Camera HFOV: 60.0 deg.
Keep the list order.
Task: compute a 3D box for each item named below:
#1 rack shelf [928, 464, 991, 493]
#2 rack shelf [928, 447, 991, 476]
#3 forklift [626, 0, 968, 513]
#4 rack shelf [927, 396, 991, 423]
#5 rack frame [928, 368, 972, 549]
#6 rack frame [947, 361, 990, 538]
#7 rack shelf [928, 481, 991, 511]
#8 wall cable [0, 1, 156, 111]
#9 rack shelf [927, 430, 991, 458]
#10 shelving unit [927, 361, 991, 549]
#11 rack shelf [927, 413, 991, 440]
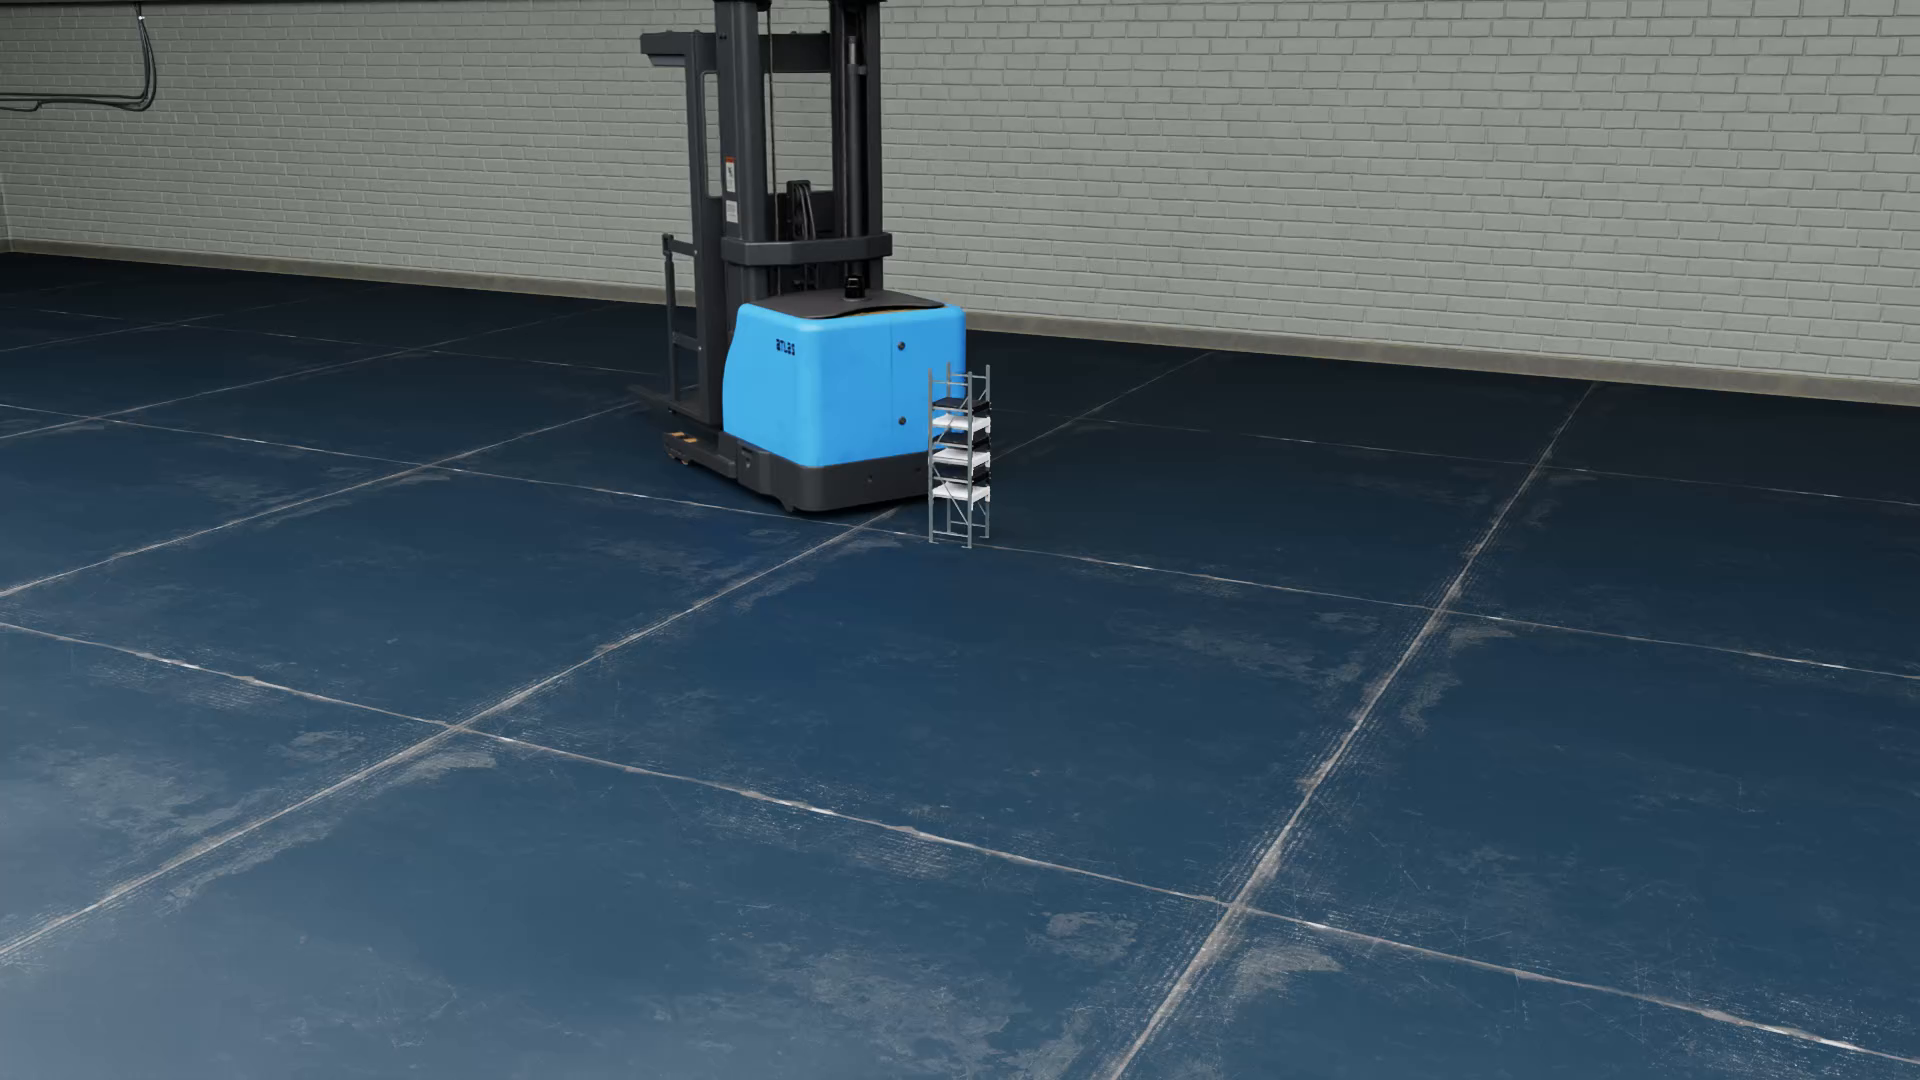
[{"bbox_3d":[-0.004,-0.311,8.424,0.258,0.077,0.200,8,18,25],"label":"rack shelf"},{"bbox_3d":[-0.004,-0.397,8.399,0.258,0.077,0.200,8,18,25],"label":"rack shelf"},{"bbox_3d":[-1.167,-1.918,9.835,1.130,2.935,3.031,-10,19,-31],"label":"forklift"},{"bbox_3d":[-0.004,-0.656,8.322,0.258,0.077,0.200,8,18,25],"label":"rack shelf"},{"bbox_3d":[-0.049,-0.403,8.302,0.240,0.900,0.006,8,18,25],"label":"rack frame"},{"bbox_3d":[0.042,-0.455,8.476,0.240,0.900,0.006,8,18,25],"label":"rack frame"},{"bbox_3d":[-0.004,-0.225,8.450,0.258,0.077,0.200,8,18,25],"label":"rack shelf"},{"bbox_3d":[-10.401,-6.188,19.007,3.097,2.526,0.112,8,18,25],"label":"wall cable"},{"bbox_3d":[-0.004,-0.484,8.373,0.258,0.077,0.200,8,18,25],"label":"rack shelf"},{"bbox_3d":[-0.004,-0.429,8.389,0.258,0.900,0.210,8,18,25],"label":"shelving unit"},{"bbox_3d":[-0.004,-0.570,8.348,0.258,0.077,0.200,8,18,25],"label":"rack shelf"}]
